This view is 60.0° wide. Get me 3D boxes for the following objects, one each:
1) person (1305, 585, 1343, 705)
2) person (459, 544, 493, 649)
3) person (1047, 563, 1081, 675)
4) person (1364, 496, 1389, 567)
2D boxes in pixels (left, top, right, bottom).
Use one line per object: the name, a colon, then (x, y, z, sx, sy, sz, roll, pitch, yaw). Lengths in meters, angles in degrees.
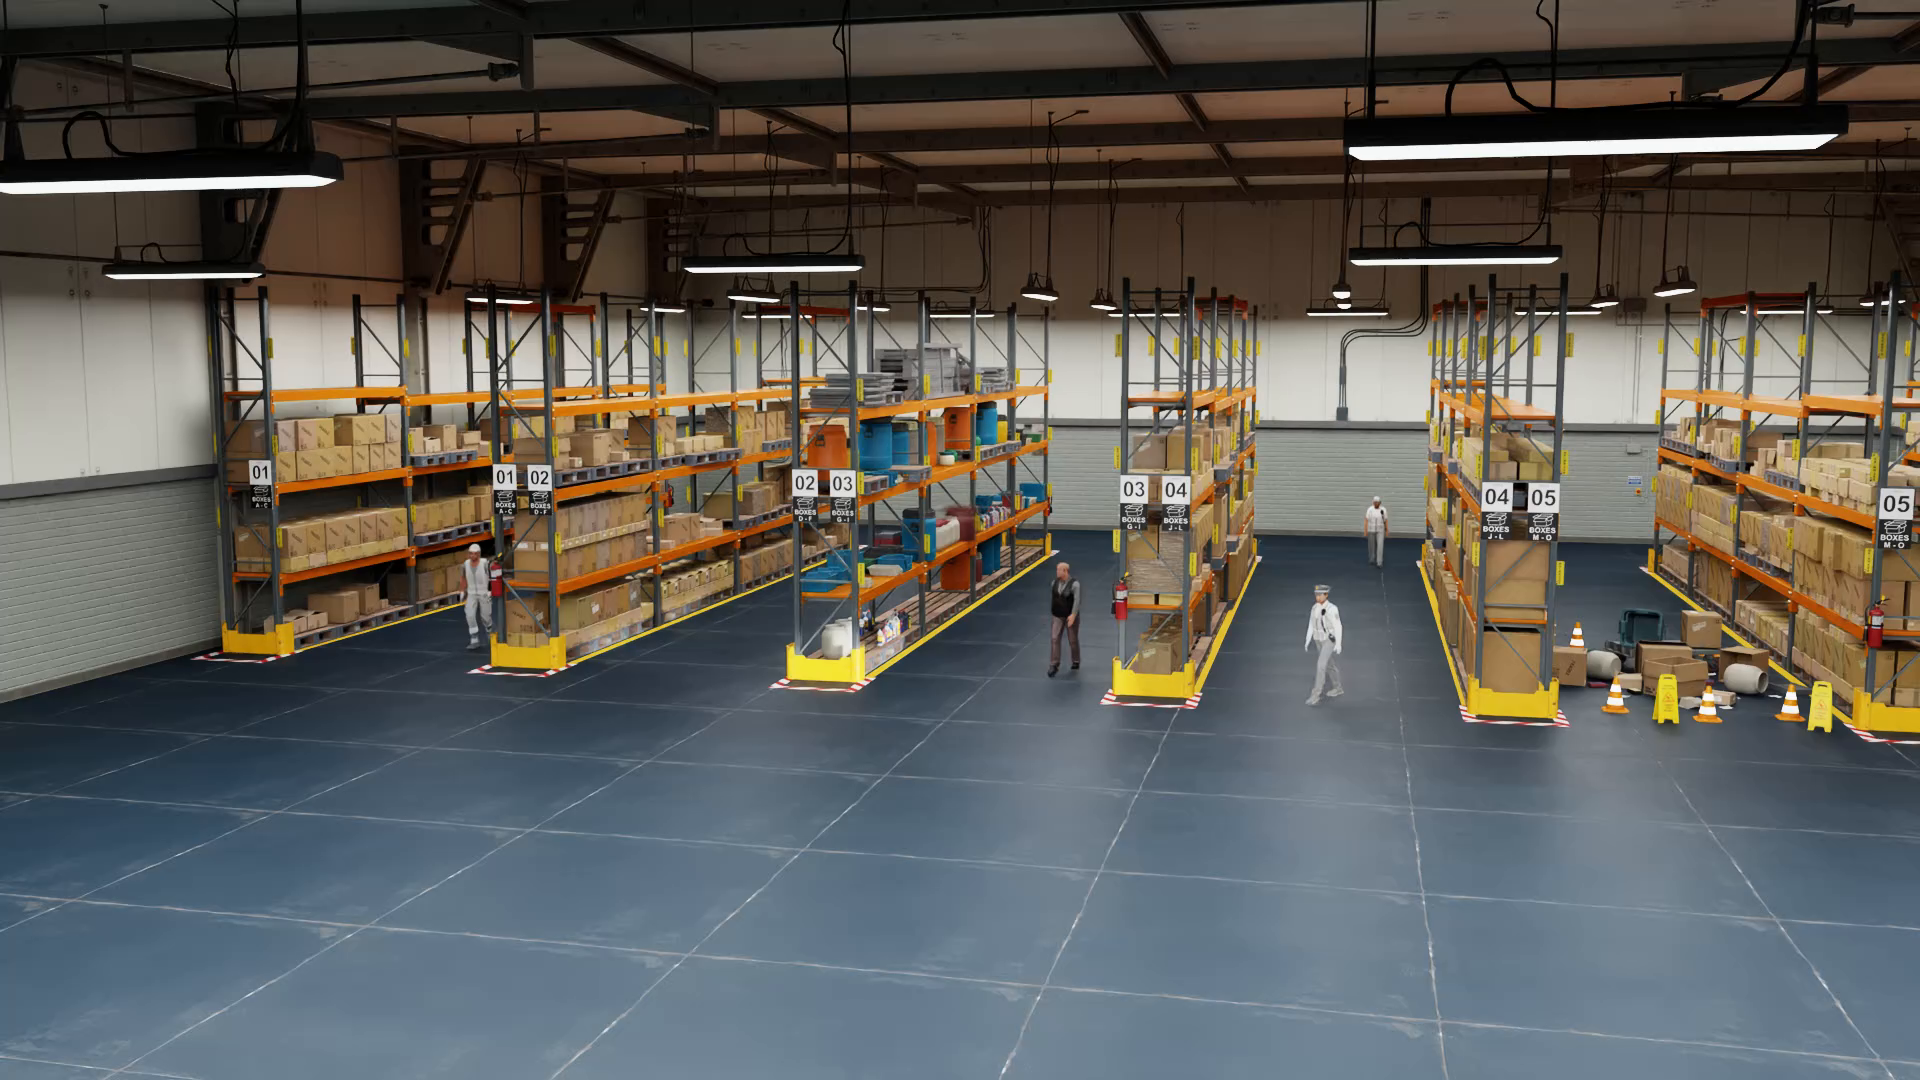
person: (5.169, 1.460, 23.704, 0.832, 1.652, 0.512, -3, 7, -25)
person: (-8.105, 0.921, 28.010, 0.628, 1.767, 0.689, 0, 7, 1)
person: (1.597, 1.200, 25.673, 0.565, 1.680, 0.908, 3, 7, 27)
person: (9.612, -0.212, 38.372, 0.562, 1.601, 1.053, 1, 7, 12)
